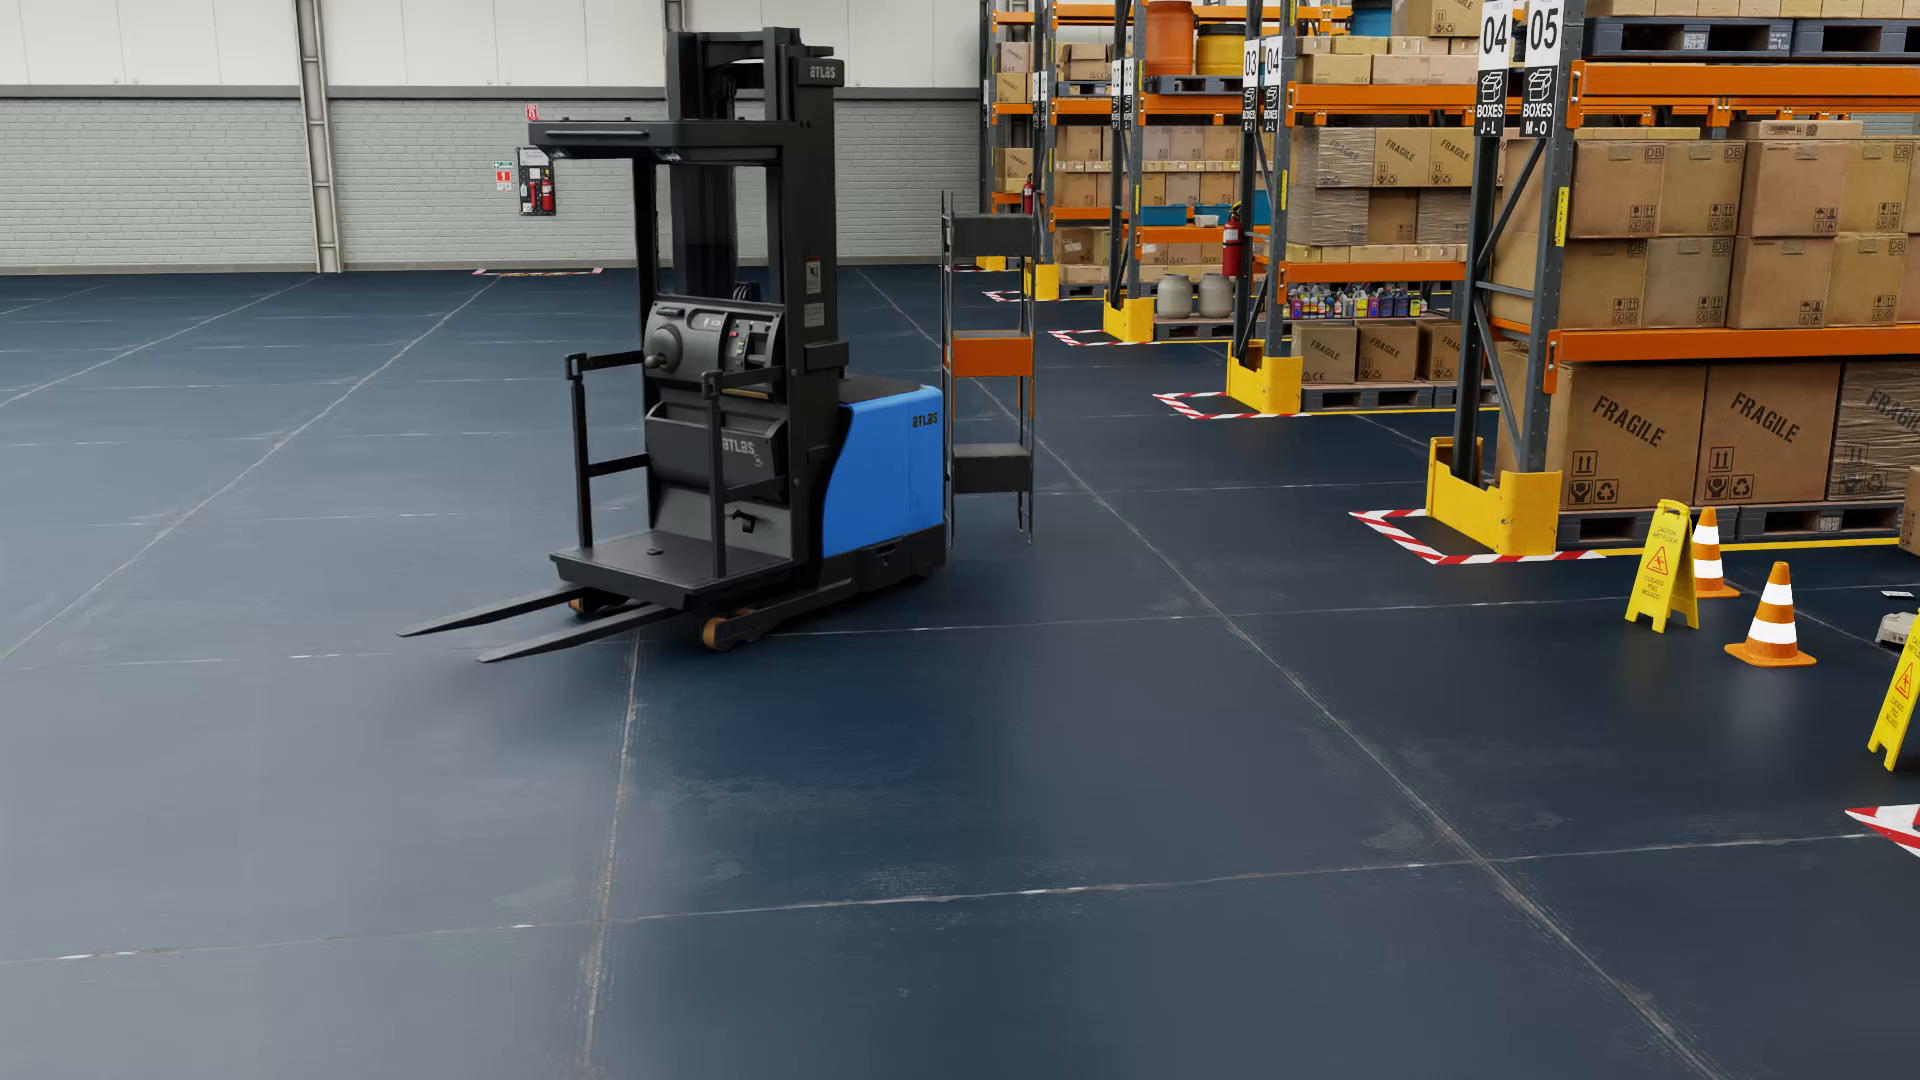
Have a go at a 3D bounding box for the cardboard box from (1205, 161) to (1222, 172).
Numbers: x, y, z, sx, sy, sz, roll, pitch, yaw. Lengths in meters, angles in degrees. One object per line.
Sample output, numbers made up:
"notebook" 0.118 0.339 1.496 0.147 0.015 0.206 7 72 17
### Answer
"cardboard box" 3.675 -5.483 24.381 0.250 0.149 0.380 -2 14 -7

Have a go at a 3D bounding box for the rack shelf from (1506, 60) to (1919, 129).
"rack shelf" 5.301 -2.681 10.059 4.000 0.370 1.077 -2 14 -8

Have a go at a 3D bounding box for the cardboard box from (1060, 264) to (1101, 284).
"cardboard box" 1.776 -3.918 24.469 0.500 0.250 0.500 -2 14 -8

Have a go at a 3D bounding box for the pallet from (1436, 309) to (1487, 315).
"pallet" 6.673 -2.721 20.637 1.213 0.211 1.003 -2 14 -8

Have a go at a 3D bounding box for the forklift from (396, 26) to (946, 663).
"forklift" -1.384 -1.017 8.251 1.130 2.935 3.031 11 18 37

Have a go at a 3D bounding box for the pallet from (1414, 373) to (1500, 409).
"pallet" 4.772 -1.414 15.426 1.213 0.211 1.003 -2 14 -8

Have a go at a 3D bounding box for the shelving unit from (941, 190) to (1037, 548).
"shelving unit" 0.164 -1.024 9.990 0.503 2.100 0.431 -2 14 -8

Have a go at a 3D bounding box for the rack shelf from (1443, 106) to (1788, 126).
"rack shelf" 7.880 -5.214 20.159 4.000 0.370 1.077 -2 14 -8

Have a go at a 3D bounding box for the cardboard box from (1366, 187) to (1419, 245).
"cardboard box" 3.709 -2.952 15.011 0.500 0.500 0.875 -2 14 -8

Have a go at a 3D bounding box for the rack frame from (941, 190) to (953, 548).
"rack frame" -0.078 -1.016 9.955 0.015 2.100 0.400 -2 14 -8

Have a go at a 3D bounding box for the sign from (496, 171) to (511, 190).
"sign" -7.911 -6.231 28.830 0.234 0.329 0.001 -2 14 -8

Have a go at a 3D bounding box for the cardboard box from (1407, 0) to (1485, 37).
"cardboard box" 4.193 -4.578 14.300 0.500 0.500 0.500 -2 14 -9

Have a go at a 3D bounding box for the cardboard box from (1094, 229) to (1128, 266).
"cardboard box" 2.270 -4.301 24.451 0.500 0.500 0.500 -2 14 -8

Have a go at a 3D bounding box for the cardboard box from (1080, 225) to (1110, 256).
"cardboard box" 2.465 -5.313 29.476 0.500 0.500 0.700 -3 14 -12

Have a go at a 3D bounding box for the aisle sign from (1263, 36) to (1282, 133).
"aisle sign" 2.668 -3.886 14.206 0.004 0.787 0.394 -2 14 -8

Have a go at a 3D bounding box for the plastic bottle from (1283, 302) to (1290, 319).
"plastic bottle" 3.888 -2.741 19.835 0.097 0.201 0.097 0 14 0

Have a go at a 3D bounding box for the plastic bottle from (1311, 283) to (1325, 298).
"plastic bottle" 4.435 -3.013 20.609 0.185 0.351 0.144 -2 14 -9

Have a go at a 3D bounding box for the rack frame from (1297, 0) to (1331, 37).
"rack frame" 5.168 -8.137 24.169 0.127 3.000 1.000 -2 14 -8

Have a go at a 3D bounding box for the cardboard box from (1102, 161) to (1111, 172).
"cardboard box" 2.140 -5.427 24.156 0.250 0.149 0.380 -2 14 -8

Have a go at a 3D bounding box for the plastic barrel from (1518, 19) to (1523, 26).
"plastic barrel" 7.019 -5.828 20.098 0.600 0.901 0.600 0 14 0

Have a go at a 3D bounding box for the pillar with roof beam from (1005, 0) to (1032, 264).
"pillar with roof beam" 1.675 -8.382 25.144 0.400 9.000 9.100 -2 14 -8

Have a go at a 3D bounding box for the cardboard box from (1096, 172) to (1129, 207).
"cardboard box" 2.194 -5.165 24.445 0.500 0.500 0.700 -2 14 -7

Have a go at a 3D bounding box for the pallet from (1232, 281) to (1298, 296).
"pallet" 4.375 -3.856 25.164 1.213 0.211 1.003 -2 14 -8

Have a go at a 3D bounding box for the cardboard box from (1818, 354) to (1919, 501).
"cardboard box" 5.756 -0.781 10.675 0.875 0.875 0.875 -2 14 -8

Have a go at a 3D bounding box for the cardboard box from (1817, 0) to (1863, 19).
"cardboard box" 4.958 -3.069 9.574 0.250 0.149 0.380 -2 14 -9

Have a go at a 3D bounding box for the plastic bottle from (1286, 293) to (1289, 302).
"plastic bottle" 3.967 -2.936 20.440 0.133 0.283 0.061 -2 14 -8

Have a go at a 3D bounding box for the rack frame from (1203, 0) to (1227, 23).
"rack frame" 4.426 -9.329 28.920 0.127 3.000 1.000 -2 14 -8

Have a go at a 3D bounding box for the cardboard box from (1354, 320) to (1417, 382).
"cardboard box" 3.890 -1.739 15.265 0.500 0.500 0.500 2 14 6

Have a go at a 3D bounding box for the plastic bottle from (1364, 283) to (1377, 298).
"plastic bottle" 5.063 -3.000 20.559 0.185 0.351 0.144 -2 14 -8

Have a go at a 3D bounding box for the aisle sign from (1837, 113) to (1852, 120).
"aisle sign" 16.408 -8.045 30.790 0.004 0.787 0.394 -2 14 -8

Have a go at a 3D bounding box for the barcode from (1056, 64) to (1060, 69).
"barcode" 1.439 -6.946 24.392 0.075 0.075 0.001 -2 14 -8

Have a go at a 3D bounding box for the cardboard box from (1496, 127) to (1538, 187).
"cardboard box" 4.752 -3.386 14.684 0.500 0.500 0.500 -2 14 -8

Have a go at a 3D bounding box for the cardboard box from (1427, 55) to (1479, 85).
"cardboard box" 4.199 -4.074 14.442 0.500 0.250 0.500 -2 14 -9

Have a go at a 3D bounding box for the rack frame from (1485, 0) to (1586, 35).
"rack frame" 3.323 -4.413 9.317 0.127 3.000 1.000 -2 14 -8

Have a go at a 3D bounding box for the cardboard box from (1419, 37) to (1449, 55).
"cardboard box" 4.014 -4.255 14.343 0.250 0.149 0.380 -2 14 -8

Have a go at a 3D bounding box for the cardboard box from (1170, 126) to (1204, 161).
"cardboard box" 3.241 -5.833 24.441 0.500 0.500 0.700 -2 14 -8

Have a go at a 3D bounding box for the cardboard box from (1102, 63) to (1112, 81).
"cardboard box" 2.312 -6.841 24.326 0.500 0.250 0.500 -2 14 -8

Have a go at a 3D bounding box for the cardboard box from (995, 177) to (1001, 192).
"cardboard box" 0.904 -6.274 29.341 0.500 0.250 0.500 -2 14 -7

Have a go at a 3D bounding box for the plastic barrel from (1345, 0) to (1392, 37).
"plastic barrel" 4.902 -5.927 19.629 0.708 0.901 0.600 -2 14 -8

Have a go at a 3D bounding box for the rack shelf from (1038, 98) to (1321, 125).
"rack shelf" 3.190 -6.261 24.333 4.000 0.370 1.077 -2 14 -8

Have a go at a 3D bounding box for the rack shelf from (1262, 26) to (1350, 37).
"rack shelf" 6.404 -8.858 29.345 4.000 0.370 1.077 -2 14 -8

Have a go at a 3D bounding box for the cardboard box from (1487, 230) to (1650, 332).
"cardboard box" 3.684 -1.600 10.126 0.550 0.550 0.875 -2 14 -8

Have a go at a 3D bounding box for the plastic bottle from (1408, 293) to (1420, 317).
"plastic bottle" 5.475 -2.835 20.039 0.133 0.283 0.061 -1 14 -5

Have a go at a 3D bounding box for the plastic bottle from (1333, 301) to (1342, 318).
"plastic bottle" 4.525 -2.765 19.928 0.097 0.201 0.097 0 14 0

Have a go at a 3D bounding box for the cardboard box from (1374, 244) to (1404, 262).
"cardboard box" 3.745 -2.554 14.758 0.250 0.149 0.380 -2 14 -8

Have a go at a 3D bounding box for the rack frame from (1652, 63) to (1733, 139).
"rack frame" 6.640 -2.844 15.397 0.127 3.000 1.000 -2 14 -8

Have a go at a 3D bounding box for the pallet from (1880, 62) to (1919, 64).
"pallet" 6.468 -3.032 10.163 1.213 0.211 1.003 -2 14 -8

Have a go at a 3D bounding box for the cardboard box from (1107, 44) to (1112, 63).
"cardboard box" 2.385 -8.402 29.089 0.500 0.500 0.500 -2 14 -8

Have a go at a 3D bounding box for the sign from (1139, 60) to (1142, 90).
"sign" 2.024 -5.218 18.675 0.005 0.325 0.100 -2 14 -8

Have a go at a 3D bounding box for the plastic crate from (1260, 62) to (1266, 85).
"plastic crate" 3.787 -5.479 19.771 0.575 0.384 0.392 -2 14 -8
